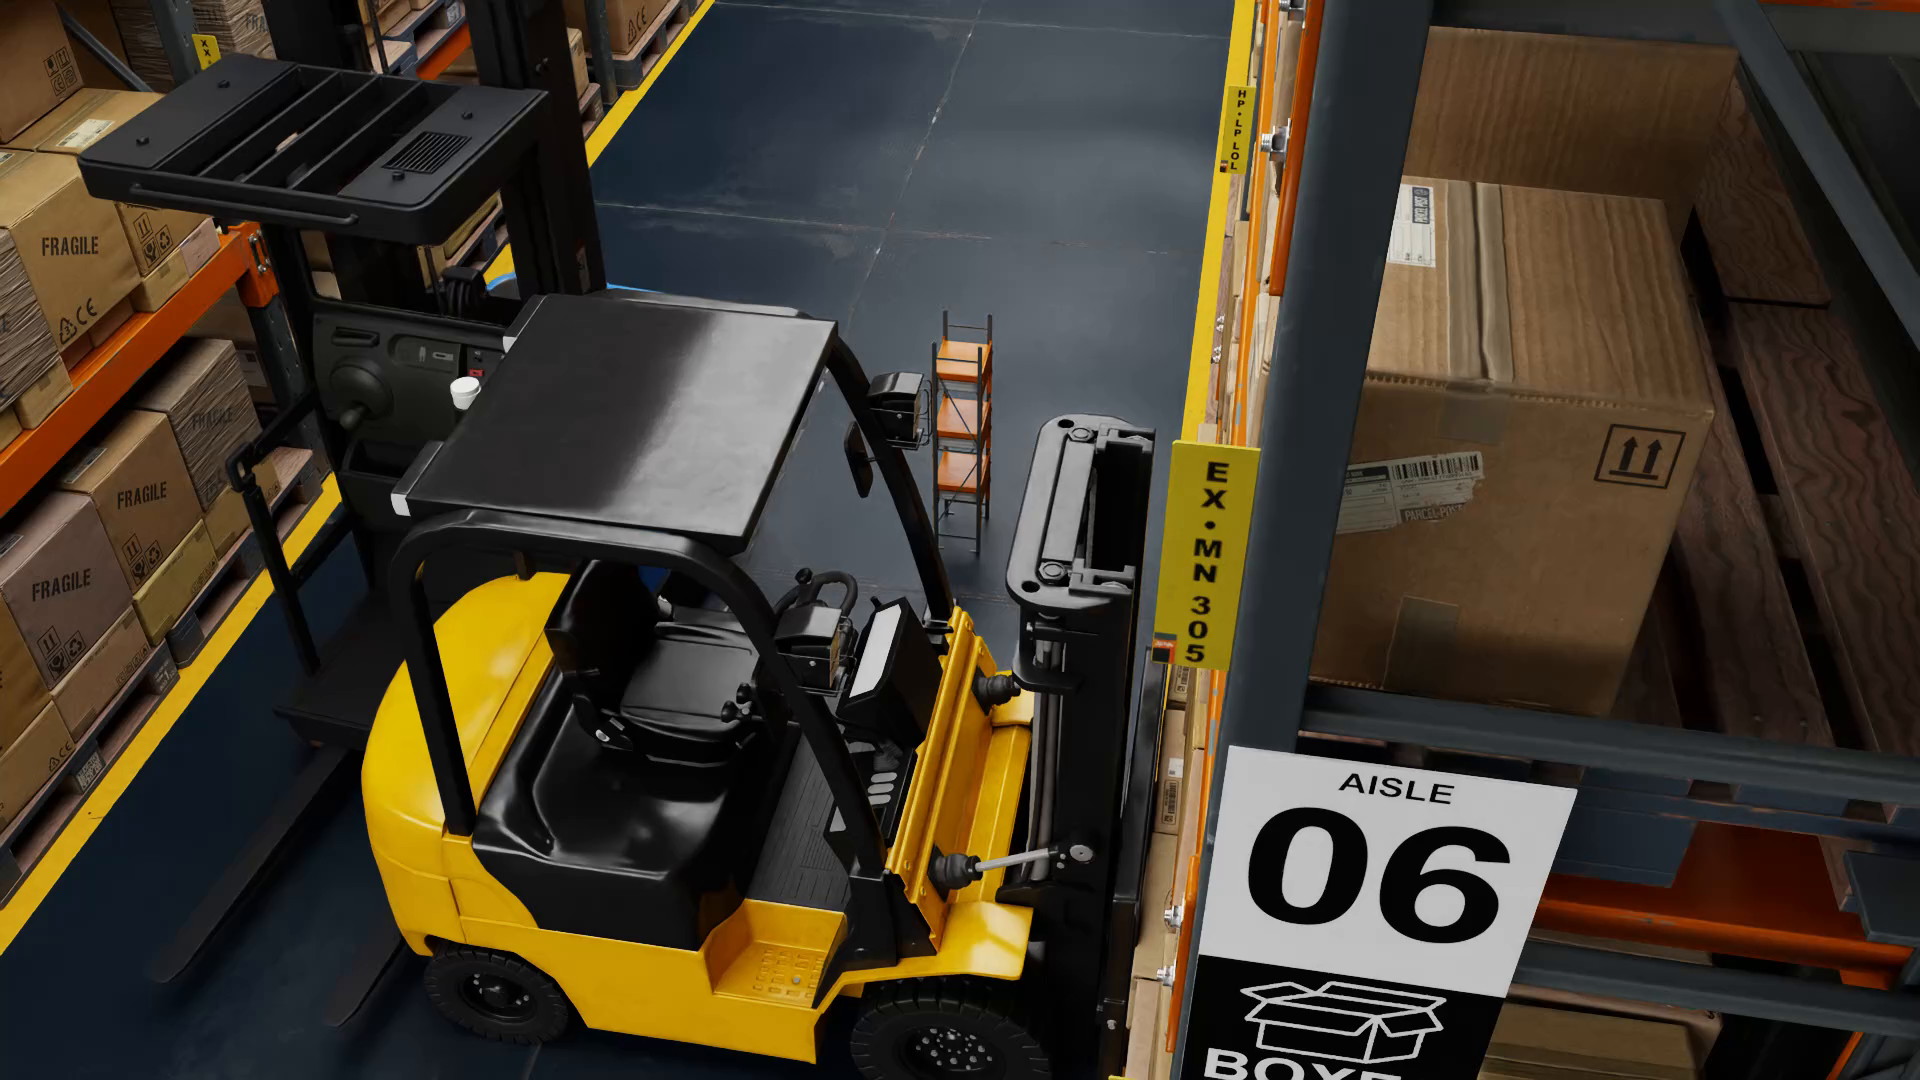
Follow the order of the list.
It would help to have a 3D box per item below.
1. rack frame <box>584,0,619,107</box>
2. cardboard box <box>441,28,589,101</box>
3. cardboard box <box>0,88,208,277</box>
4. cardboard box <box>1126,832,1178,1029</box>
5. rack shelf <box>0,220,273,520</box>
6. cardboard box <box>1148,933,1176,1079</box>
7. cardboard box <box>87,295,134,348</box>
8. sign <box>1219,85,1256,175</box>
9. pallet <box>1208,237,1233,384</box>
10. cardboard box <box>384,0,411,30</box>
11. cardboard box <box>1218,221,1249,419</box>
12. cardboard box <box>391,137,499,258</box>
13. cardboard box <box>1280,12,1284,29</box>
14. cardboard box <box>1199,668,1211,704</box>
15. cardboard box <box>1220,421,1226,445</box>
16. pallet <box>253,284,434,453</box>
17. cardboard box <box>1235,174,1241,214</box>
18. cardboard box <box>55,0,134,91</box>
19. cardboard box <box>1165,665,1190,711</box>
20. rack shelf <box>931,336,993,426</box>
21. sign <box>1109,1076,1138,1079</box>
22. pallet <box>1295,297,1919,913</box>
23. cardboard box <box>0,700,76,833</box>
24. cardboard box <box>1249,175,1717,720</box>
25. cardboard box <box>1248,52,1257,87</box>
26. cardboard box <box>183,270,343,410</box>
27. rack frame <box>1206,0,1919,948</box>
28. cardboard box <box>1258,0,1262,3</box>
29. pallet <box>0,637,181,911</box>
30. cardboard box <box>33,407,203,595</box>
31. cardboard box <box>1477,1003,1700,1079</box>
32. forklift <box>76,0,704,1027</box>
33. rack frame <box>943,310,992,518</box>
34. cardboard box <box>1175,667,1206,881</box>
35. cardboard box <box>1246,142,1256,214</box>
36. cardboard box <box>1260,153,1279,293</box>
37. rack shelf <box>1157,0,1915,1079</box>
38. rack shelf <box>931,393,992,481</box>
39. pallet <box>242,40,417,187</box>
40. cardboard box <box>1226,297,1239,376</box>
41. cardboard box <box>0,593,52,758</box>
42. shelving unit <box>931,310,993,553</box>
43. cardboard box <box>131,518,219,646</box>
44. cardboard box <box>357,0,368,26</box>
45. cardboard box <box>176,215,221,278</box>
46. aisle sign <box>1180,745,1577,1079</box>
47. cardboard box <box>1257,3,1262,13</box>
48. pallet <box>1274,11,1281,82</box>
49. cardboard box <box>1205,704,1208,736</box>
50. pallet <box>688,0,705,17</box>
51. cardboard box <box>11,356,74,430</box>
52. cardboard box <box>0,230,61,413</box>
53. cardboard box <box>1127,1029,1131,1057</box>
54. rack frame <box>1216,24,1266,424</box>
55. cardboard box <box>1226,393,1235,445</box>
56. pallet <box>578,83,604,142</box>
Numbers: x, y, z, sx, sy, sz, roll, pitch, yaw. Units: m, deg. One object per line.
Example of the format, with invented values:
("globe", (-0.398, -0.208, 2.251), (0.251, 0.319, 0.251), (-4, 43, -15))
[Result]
("rack frame", (-2.695, -4.006, 9.741), (1.000, 3.000, 0.127), (6, 40, 8))
("cardboard box", (-2.803, -2.801, 10.017), (0.950, 0.372, 0.625), (4, 40, 5))
("cardboard box", (-3.220, -1.342, 6.208), (0.500, 0.500, 0.500), (5, 40, 7))
("cardboard box", (0.742, 1.110, 4.597), (0.500, 0.250, 0.500), (7, 40, 8))
("rack shelf", (-3.734, 0.037, 5.416), (1.077, 0.370, 4.000), (6, 40, 8))
("cardboard box", (0.636, 1.184, 3.386), (0.500, 0.500, 0.500), (6, 40, 7))
("cardboard box", (-3.301, -0.851, 6.122), (0.380, 0.149, 0.250), (7, 40, 8))
("sign", (0.966, -1.420, 5.767), (0.100, 0.325, 0.005), (6, 40, 8))
("pallet", (1.800, -1.110, 8.427), (1.003, 0.211, 1.213), (6, 40, 8))
("cardboard box", (-2.825, -2.526, 7.819), (0.380, 0.149, 0.250), (7, 40, 8))
("cardboard box", (1.168, -0.739, 5.712), (0.500, 0.500, 0.500), (5, 40, 6))
("cardboard box", (-3.060, -1.862, 8.881), (0.950, 0.372, 0.625), (8, 40, 9))
("cardboard box", (0.946, -1.357, 3.881), (0.396, 0.266, 0.258), (6, 40, 7))
("cardboard box", (0.747, 0.260, 3.761), (0.380, 0.149, 0.250), (7, 40, 9))
("cardboard box", (1.007, -0.093, 4.930), (0.500, 0.500, 0.500), (6, 40, 7))
("pallet", (-3.254, -0.909, 8.184), (1.003, 0.211, 1.213), (6, 40, 8))
("cardboard box", (1.413, -1.554, 6.893), (0.500, 0.250, 0.500), (6, 40, 7))
("cardboard box", (-3.534, -2.126, 6.825), (0.500, 0.500, 0.500), (6, 40, 7))
("cardboard box", (0.936, 0.464, 5.378), (0.500, 0.250, 0.500), (8, 40, 9))
("rack shelf", (0.009, -0.649, 6.782), (0.215, 0.259, 0.240), (6, 40, 8))
("sign", (0.278, 0.954, 2.648), (0.100, 0.325, 0.005), (6, 40, 8))
("pallet", (0.957, -0.003, 2.615), (1.003, 0.211, 1.213), (6, 40, 8))
("cardboard box", (-3.490, 0.774, 5.788), (0.500, 0.250, 0.500), (9, 40, 11))
("cardboard box", (0.646, -0.140, 2.224), (0.500, 0.500, 0.500), (8, 40, 9))
("cardboard box", (1.417, -1.745, 6.732), (0.500, 0.250, 0.500), (5, 40, 7))
("cardboard box", (-3.299, -0.974, 7.807), (0.950, 0.372, 0.625), (7, 40, 8))
("rack frame", (0.810, -0.752, 1.098), (1.000, 3.000, 0.127), (6, 40, 8))
("cardboard box", (1.504, -2.458, 7.281), (0.380, 0.149, 0.250), (5, 40, 6))
("pallet", (-3.678, 0.773, 6.150), (1.003, 0.211, 1.213), (6, 40, 8))
("cardboard box", (-3.312, -0.166, 6.337), (0.500, 0.500, 0.500), (7, 40, 8))
("cardboard box", (1.078, 0.970, 2.902), (0.380, 0.149, 0.250), (6, 40, 7))
("forklift", (-1.829, -0.452, 5.496), (1.130, 2.935, 3.031), (10, 41, 12))
("rack frame", (0.030, -0.515, 7.049), (0.200, 1.050, 0.008), (6, 40, 8))
("cardboard box", (0.823, 0.537, 4.168), (0.500, 0.500, 0.500), (6, 40, 7))
("cardboard box", (1.154, -1.186, 5.510), (0.380, 0.149, 0.250), (7, 40, 9))
("cardboard box", (0.698, -0.457, 2.793), (0.396, 0.266, 0.258), (6, 40, 8))
("rack shelf", (1.156, -0.574, 3.801), (1.077, 0.370, 4.000), (6, 40, 8))
("rack shelf", (0.009, -0.430, 6.963), (0.215, 0.259, 0.240), (6, 40, 8))
("pallet", (-3.112, -1.885, 7.327), (1.003, 0.211, 1.213), (6, 40, 8))
("cardboard box", (1.011, -0.592, 5.024), (0.380, 0.149, 0.250), (7, 40, 9))
("cardboard box", (-3.483, 0.491, 5.542), (0.500, 0.500, 0.500), (7, 40, 9))
("shelving unit", (0.009, -0.438, 6.956), (0.215, 1.050, 0.252), (6, 40, 8))
("cardboard box", (-3.308, 0.138, 6.557), (0.500, 0.250, 0.500), (5, 40, 6))
("cardboard box", (-2.938, -2.387, 7.142), (0.500, 0.500, 0.500), (7, 40, 8))
("cardboard box", (-3.143, -1.163, 6.500), (0.380, 0.149, 0.250), (6, 40, 7))
("aisle sign", (0.509, 0.567, 2.170), (0.394, 0.787, 0.004), (6, 40, 8))
("cardboard box", (1.680, -2.704, 7.891), (0.500, 0.250, 0.500), (5, 40, 7))
("pallet", (1.380, -1.534, 4.467), (1.003, 0.211, 1.213), (6, 40, 8))
("cardboard box", (0.768, 0.376, 3.854), (0.380, 0.149, 0.250), (5, 40, 6))
("pallet", (-2.271, -4.181, 12.141), (1.003, 0.211, 1.213), (6, 40, 8))
("cardboard box", (-3.316, -0.525, 5.728), (0.380, 0.149, 0.250), (6, 40, 7))
("cardboard box", (-3.387, -0.692, 5.421), (0.500, 0.500, 0.500), (7, 40, 9))
("cardboard box", (0.752, 1.285, 4.777), (0.500, 0.250, 0.500), (6, 40, 7))
("rack frame", (1.502, -0.950, 6.045), (1.000, 3.000, 0.127), (6, 40, 8))
("cardboard box", (0.938, -0.268, 4.632), (0.380, 0.149, 0.250), (5, 40, 6))
("pallet", (-2.832, -2.441, 10.037), (1.003, 0.211, 1.213), (6, 40, 8))
